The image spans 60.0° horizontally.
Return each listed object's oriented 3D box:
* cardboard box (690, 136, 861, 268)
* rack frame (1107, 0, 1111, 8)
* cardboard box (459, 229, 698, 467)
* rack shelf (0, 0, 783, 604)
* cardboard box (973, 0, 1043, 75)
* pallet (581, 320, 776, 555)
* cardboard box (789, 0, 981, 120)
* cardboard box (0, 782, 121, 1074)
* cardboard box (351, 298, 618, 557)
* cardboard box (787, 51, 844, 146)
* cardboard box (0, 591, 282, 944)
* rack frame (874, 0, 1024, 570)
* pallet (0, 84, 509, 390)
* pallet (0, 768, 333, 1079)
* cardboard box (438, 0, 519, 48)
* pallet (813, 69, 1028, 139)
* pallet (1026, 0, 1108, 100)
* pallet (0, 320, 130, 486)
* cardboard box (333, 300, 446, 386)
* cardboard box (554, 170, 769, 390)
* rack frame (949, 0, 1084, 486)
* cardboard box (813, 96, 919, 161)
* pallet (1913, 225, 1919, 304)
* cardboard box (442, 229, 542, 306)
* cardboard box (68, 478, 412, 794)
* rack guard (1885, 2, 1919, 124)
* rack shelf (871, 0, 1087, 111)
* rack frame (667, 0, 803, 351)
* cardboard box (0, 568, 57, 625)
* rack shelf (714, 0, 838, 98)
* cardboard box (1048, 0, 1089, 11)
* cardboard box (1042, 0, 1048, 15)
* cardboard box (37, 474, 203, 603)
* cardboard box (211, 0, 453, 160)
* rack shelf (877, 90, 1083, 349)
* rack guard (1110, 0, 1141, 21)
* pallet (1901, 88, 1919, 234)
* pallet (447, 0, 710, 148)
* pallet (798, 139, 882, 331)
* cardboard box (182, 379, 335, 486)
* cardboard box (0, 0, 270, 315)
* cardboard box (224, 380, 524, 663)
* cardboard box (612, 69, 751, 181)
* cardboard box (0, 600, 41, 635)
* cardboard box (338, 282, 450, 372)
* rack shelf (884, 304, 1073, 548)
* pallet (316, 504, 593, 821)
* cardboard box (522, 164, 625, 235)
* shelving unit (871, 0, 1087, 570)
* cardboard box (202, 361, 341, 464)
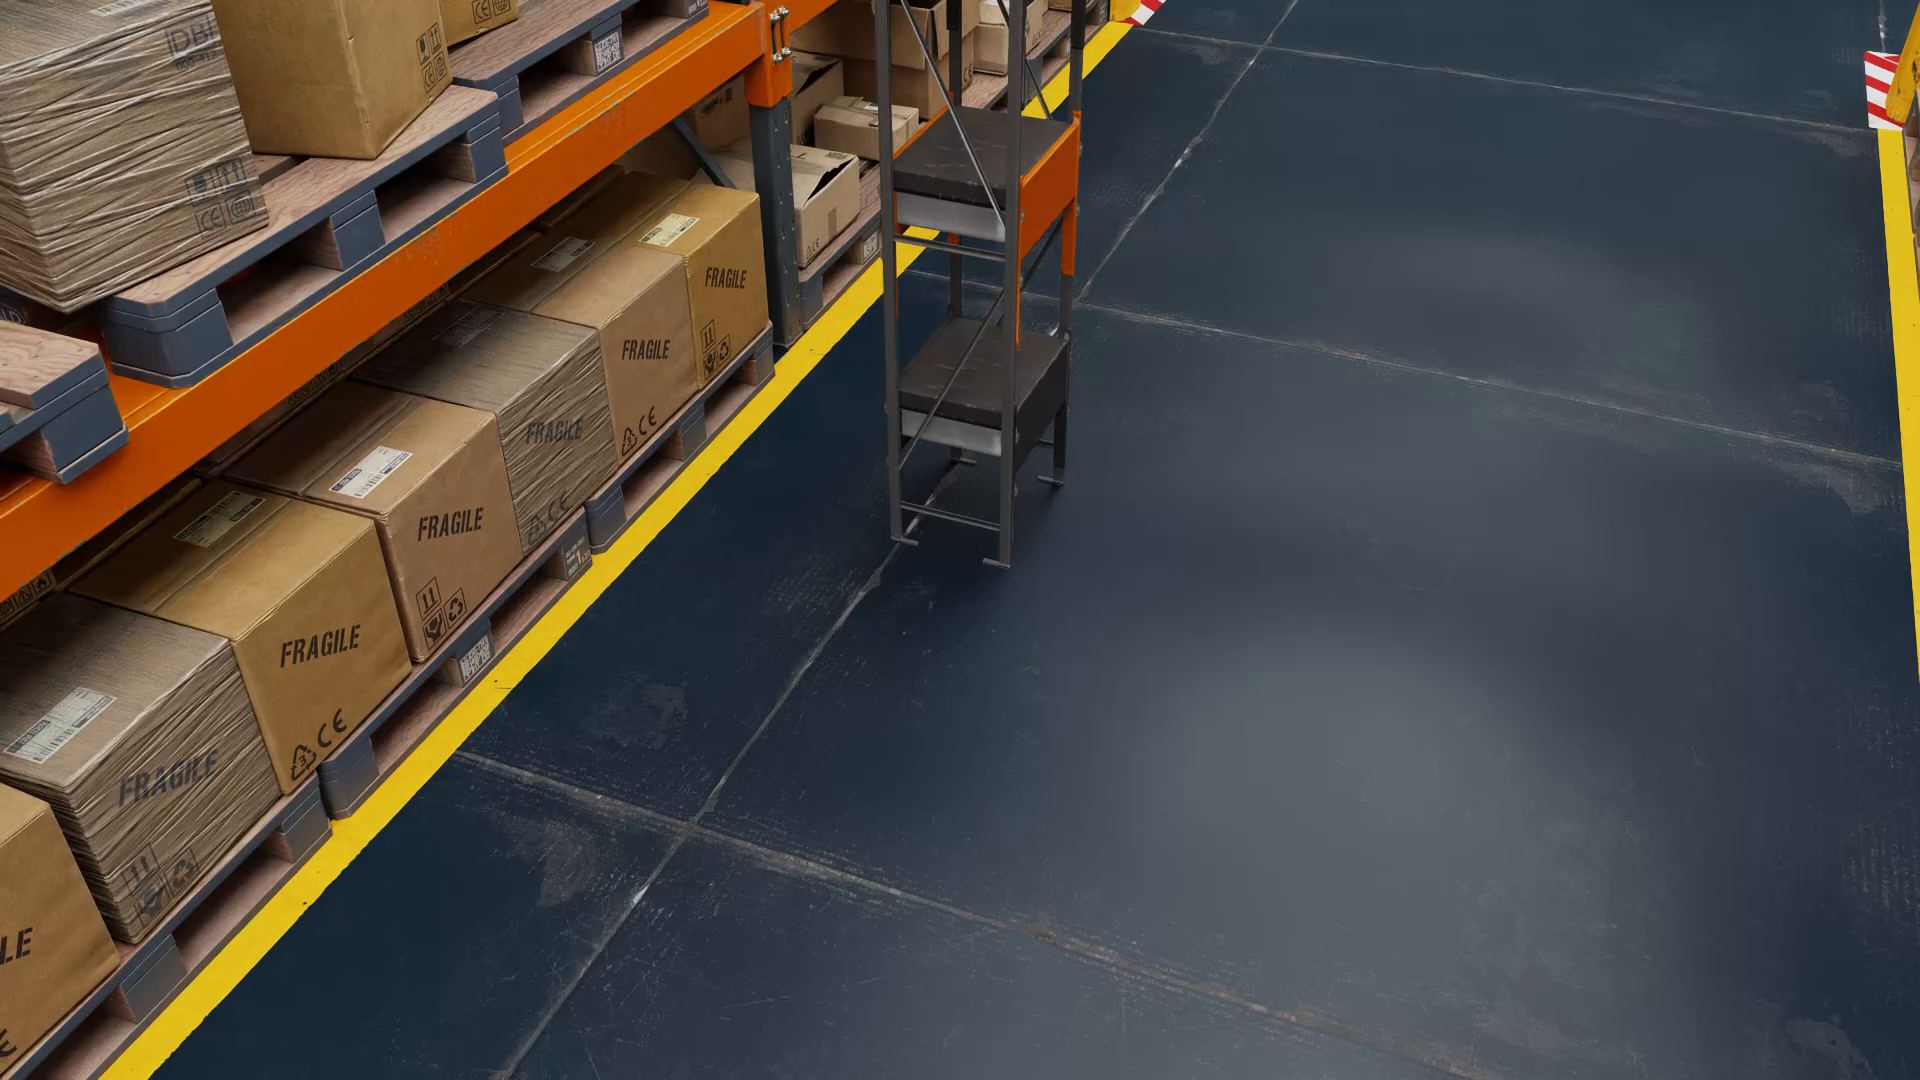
[{"bbox_3d":[-0.719,-1.337,6.411,0.500,0.311,0.500,14,39,18],"label":"cardboard box"},{"bbox_3d":[0.444,-4.269,8.456,1.000,3.000,0.127,14,39,18],"label":"rack frame"},{"bbox_3d":[-1.197,-0.619,5.293,0.500,0.500,0.500,14,39,18],"label":"cardboard box"},{"bbox_3d":[-1.839,-0.659,4.227,1.077,0.370,4.000,14,39,18],"label":"rack shelf"},{"bbox_3d":[0.075,-2.468,7.975,0.500,0.250,0.500,14,39,18],"label":"cardboard box"},{"bbox_3d":[-1.353,-0.478,5.714,1.003,0.211,1.213,14,39,18],"label":"pallet"},{"bbox_3d":[-0.368,-2.272,7.502,0.797,0.503,0.637,14,39,18],"label":"cardboard box"},{"bbox_3d":[-2.163,0.798,3.397,0.500,0.500,0.500,15,39,20],"label":"cardboard box"},{"bbox_3d":[-1.388,-0.342,4.922,0.500,0.500,0.500,14,39,18],"label":"cardboard box"},{"bbox_3d":[-0.838,-1.949,7.230,0.500,0.311,0.500,14,39,18],"label":"cardboard box"},{"bbox_3d":[-1.969,0.507,3.786,0.500,0.500,0.500,12,39,16],"label":"cardboard box"},{"bbox_3d":[-0.030,-0.798,4.563,0.400,2.100,0.015,14,39,18],"label":"rack frame"},{"bbox_3d":[-1.865,-0.841,4.029,1.003,0.211,1.213,14,39,18],"label":"pallet"},{"bbox_3d":[-2.281,0.872,3.906,1.003,0.211,1.213,14,39,18],"label":"pallet"},{"bbox_3d":[-1.668,-1.656,4.526,0.700,0.500,0.500,20,41,25],"label":"cardboard box"},{"bbox_3d":[-0.353,-1.995,7.743,1.003,0.211,1.213,14,39,18],"label":"pallet"},{"bbox_3d":[0.112,-2.668,8.644,1.003,0.211,1.213,14,39,18],"label":"pallet"},{"bbox_3d":[-2.407,-0.154,3.111,1.213,0.211,1.003,14,39,18],"label":"pallet"},{"bbox_3d":[-1.877,-0.444,5.059,0.500,0.500,0.500,14,39,18],"label":"cardboard box"},{"bbox_3d":[-1.001,-0.891,5.657,0.500,0.500,0.500,14,39,17],"label":"cardboard box"},{"bbox_3d":[0.156,-1.068,4.925,0.400,2.100,0.015,14,39,18],"label":"rack frame"},{"bbox_3d":[-0.399,-1.760,7.098,0.380,0.166,0.250,14,39,18],"label":"cardboard box"},{"bbox_3d":[4.208,-0.901,6.279,1.003,0.211,1.213,14,39,18],"label":"pallet"},{"bbox_3d":[-1.680,-0.719,5.427,0.500,0.500,0.500,14,39,18],"label":"cardboard box"},{"bbox_3d":[-1.773,0.231,4.156,0.500,0.500,0.500,13,39,17],"label":"cardboard box"},{"bbox_3d":[5.020,-2.154,7.714,1.175,0.500,0.348,14,39,18],"label":"rack guard"},{"bbox_3d":[0.063,-1.482,4.333,0.431,0.518,0.480,14,39,18],"label":"rack shelf"},{"bbox_3d":[-1.078,-2.054,5.493,1.000,3.000,0.127,14,39,18],"label":"rack frame"},{"bbox_3d":[-2.444,0.082,3.730,0.500,0.250,0.500,15,39,19],"label":"cardboard box"},{"bbox_3d":[-0.317,-2.874,7.190,1.077,0.370,4.000,14,39,18],"label":"rack shelf"},{"bbox_3d":[0.465,-3.087,8.595,0.500,0.500,0.500,14,39,18],"label":"cardboard box"},{"bbox_3d":[0.227,-2.749,8.422,0.380,0.166,0.250,14,39,18],"label":"cardboard box"},{"bbox_3d":[-2.264,0.128,4.294,0.500,0.500,0.500,12,39,16],"label":"cardboard box"},{"bbox_3d":[-1.693,-1.270,4.010,0.700,0.500,0.500,5,37,6],"label":"cardboard box"},{"bbox_3d":[0.063,-0.922,4.752,0.431,0.518,0.480,14,39,18],"label":"rack shelf"},{"bbox_3d":[0.415,-3.226,9.148,1.175,0.500,0.348,14,39,18],"label":"rack guard"},{"bbox_3d":[4.673,-1.574,7.179,1.003,0.211,1.213,14,39,18],"label":"pallet"},{"bbox_3d":[-1.483,-1.560,4.992,1.003,0.211,1.213,14,39,18],"label":"pallet"},{"bbox_3d":[-0.816,-1.317,6.836,1.003,0.211,1.213,14,39,18],"label":"pallet"},{"bbox_3d":[-2.070,-0.164,4.685,0.500,0.500,0.500,12,39,16],"label":"cardboard box"},{"bbox_3d":[-1.940,-0.885,3.495,0.700,0.500,0.500,21,42,26],"label":"cardboard box"},{"bbox_3d":[-1.580,-0.059,4.544,0.500,0.500,0.500,13,39,16],"label":"cardboard box"},{"bbox_3d":[-1.124,-1.609,6.618,0.500,0.500,0.500,14,39,18],"label":"cardboard box"},{"bbox_3d":[-2.462,0.414,3.911,0.500,0.500,0.500,15,39,20],"label":"cardboard box"},{"bbox_3d":[-1.868,-0.764,4.860,0.500,0.250,0.500,14,39,18],"label":"cardboard box"},{"bbox_3d":[0.063,-0.361,5.171,0.431,0.518,0.480,14,39,18],"label":"rack shelf"},{"bbox_3d":[-1.816,0.199,4.807,1.003,0.211,1.213,14,39,18],"label":"pallet"},{"bbox_3d":[-1.488,-1.017,5.826,0.500,0.500,0.500,12,38,16],"label":"cardboard box"},{"bbox_3d":[0.063,-0.933,4.744,0.431,2.100,0.503,14,39,18],"label":"shelving unit"},{"bbox_3d":[-2.059,-0.486,4.489,0.500,0.250,0.500,13,39,17],"label":"cardboard box"}]
